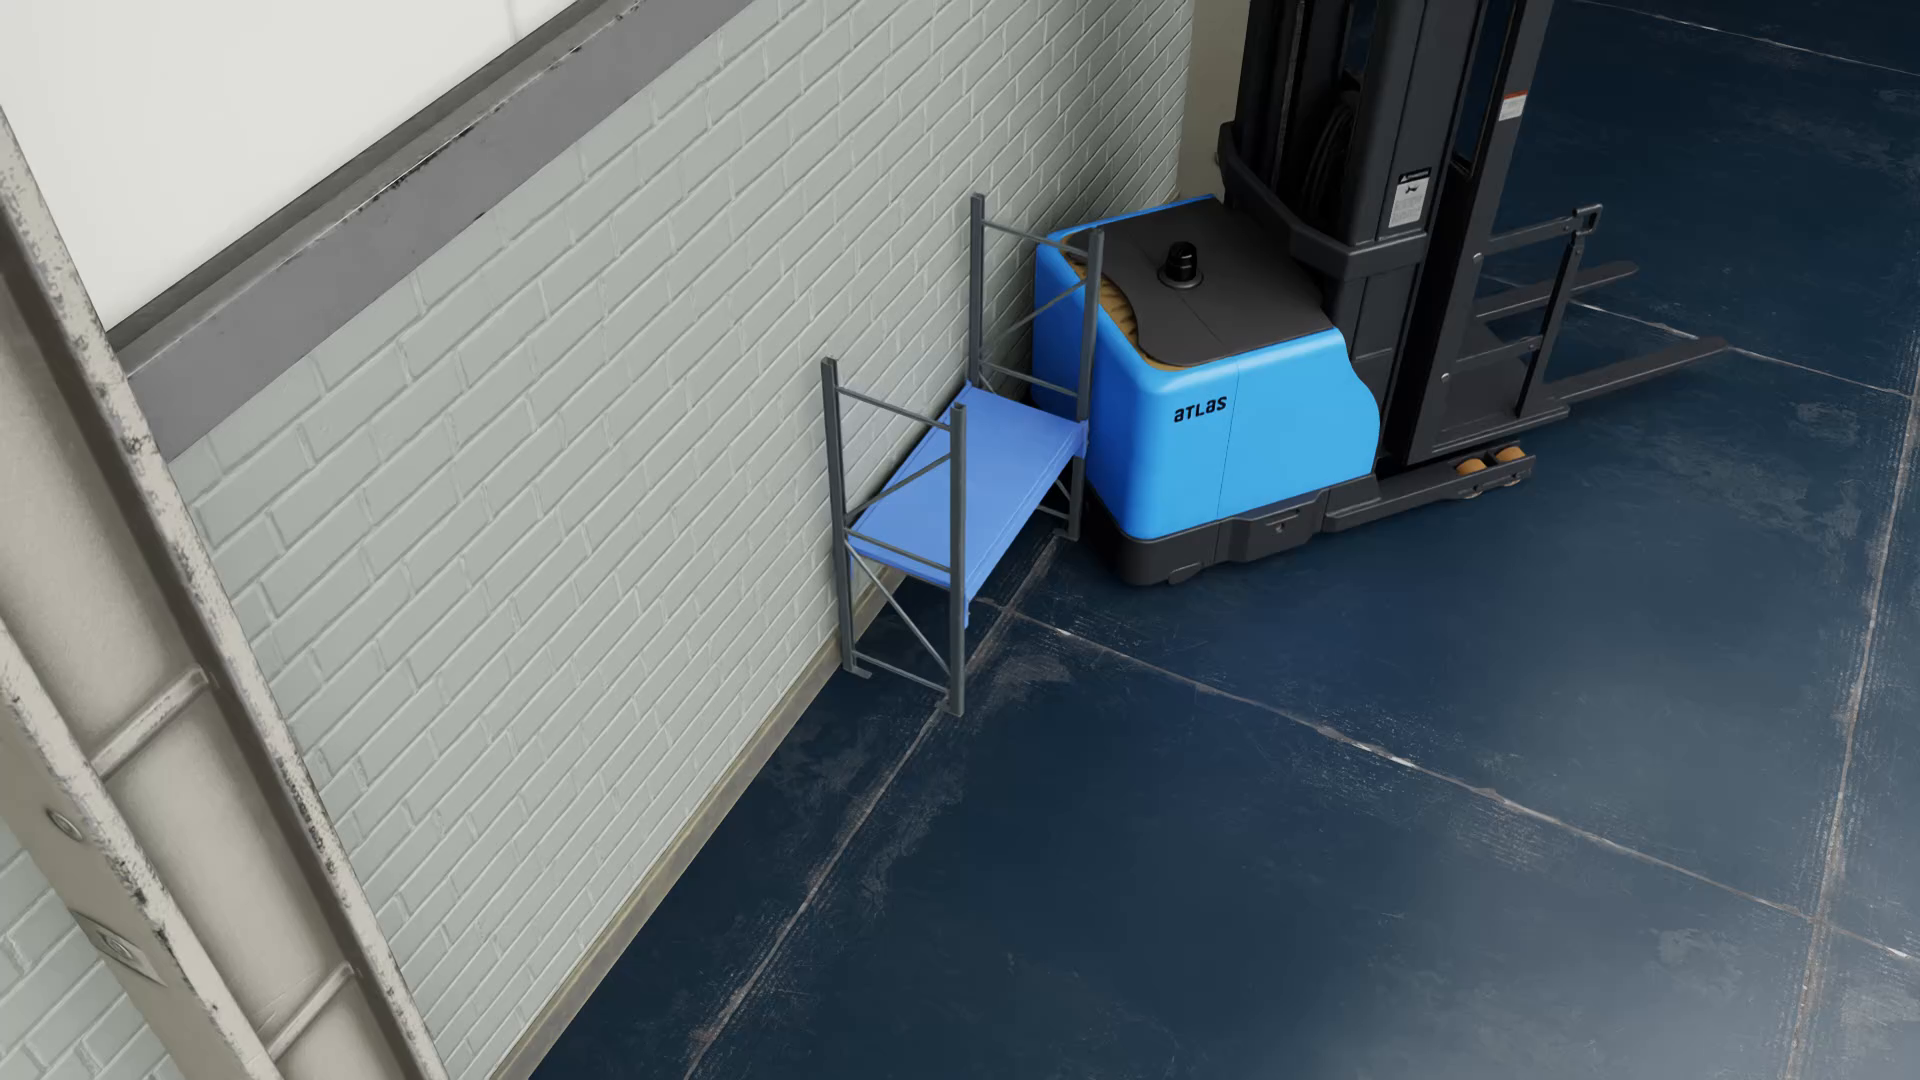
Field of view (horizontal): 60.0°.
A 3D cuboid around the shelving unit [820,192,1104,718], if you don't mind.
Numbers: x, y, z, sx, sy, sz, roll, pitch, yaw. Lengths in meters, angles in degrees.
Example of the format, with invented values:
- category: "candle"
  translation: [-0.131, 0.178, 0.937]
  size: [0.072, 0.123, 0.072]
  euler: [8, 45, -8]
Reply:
- category: "shelving unit"
  translation: [0.025, -0.284, 5.967]
  size: [0.538, 1.500, 1.048]
  euler: [21, 49, 19]

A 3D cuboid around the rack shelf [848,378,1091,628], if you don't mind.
- category: "rack shelf"
  translation: [0.025, -0.159, 6.096]
  size: [0.538, 0.185, 1.000]
  euler: [21, 49, 19]

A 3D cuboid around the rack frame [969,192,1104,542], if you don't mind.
- category: "rack frame"
  translation: [0.261, -0.606, 6.281]
  size: [0.500, 1.500, 0.032]
  euler: [21, 49, 19]

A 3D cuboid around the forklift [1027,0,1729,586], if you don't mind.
- category: "forklift"
  translation: [1.847, -1.535, 6.207]
  size: [3.031, 2.935, 1.130]
  euler: [-16, 48, -16]

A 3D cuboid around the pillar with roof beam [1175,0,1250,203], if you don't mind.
- category: "pillar with roof beam"
  translation: [5.105, -3.463, 3.846]
  size: [9.100, 9.000, 0.400]
  euler: [20, 49, 19]

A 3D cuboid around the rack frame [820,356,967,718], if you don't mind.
- category: "rack frame"
  translation: [-0.211, 0.039, 5.653]
  size: [0.500, 1.500, 0.032]
  euler: [21, 49, 19]
